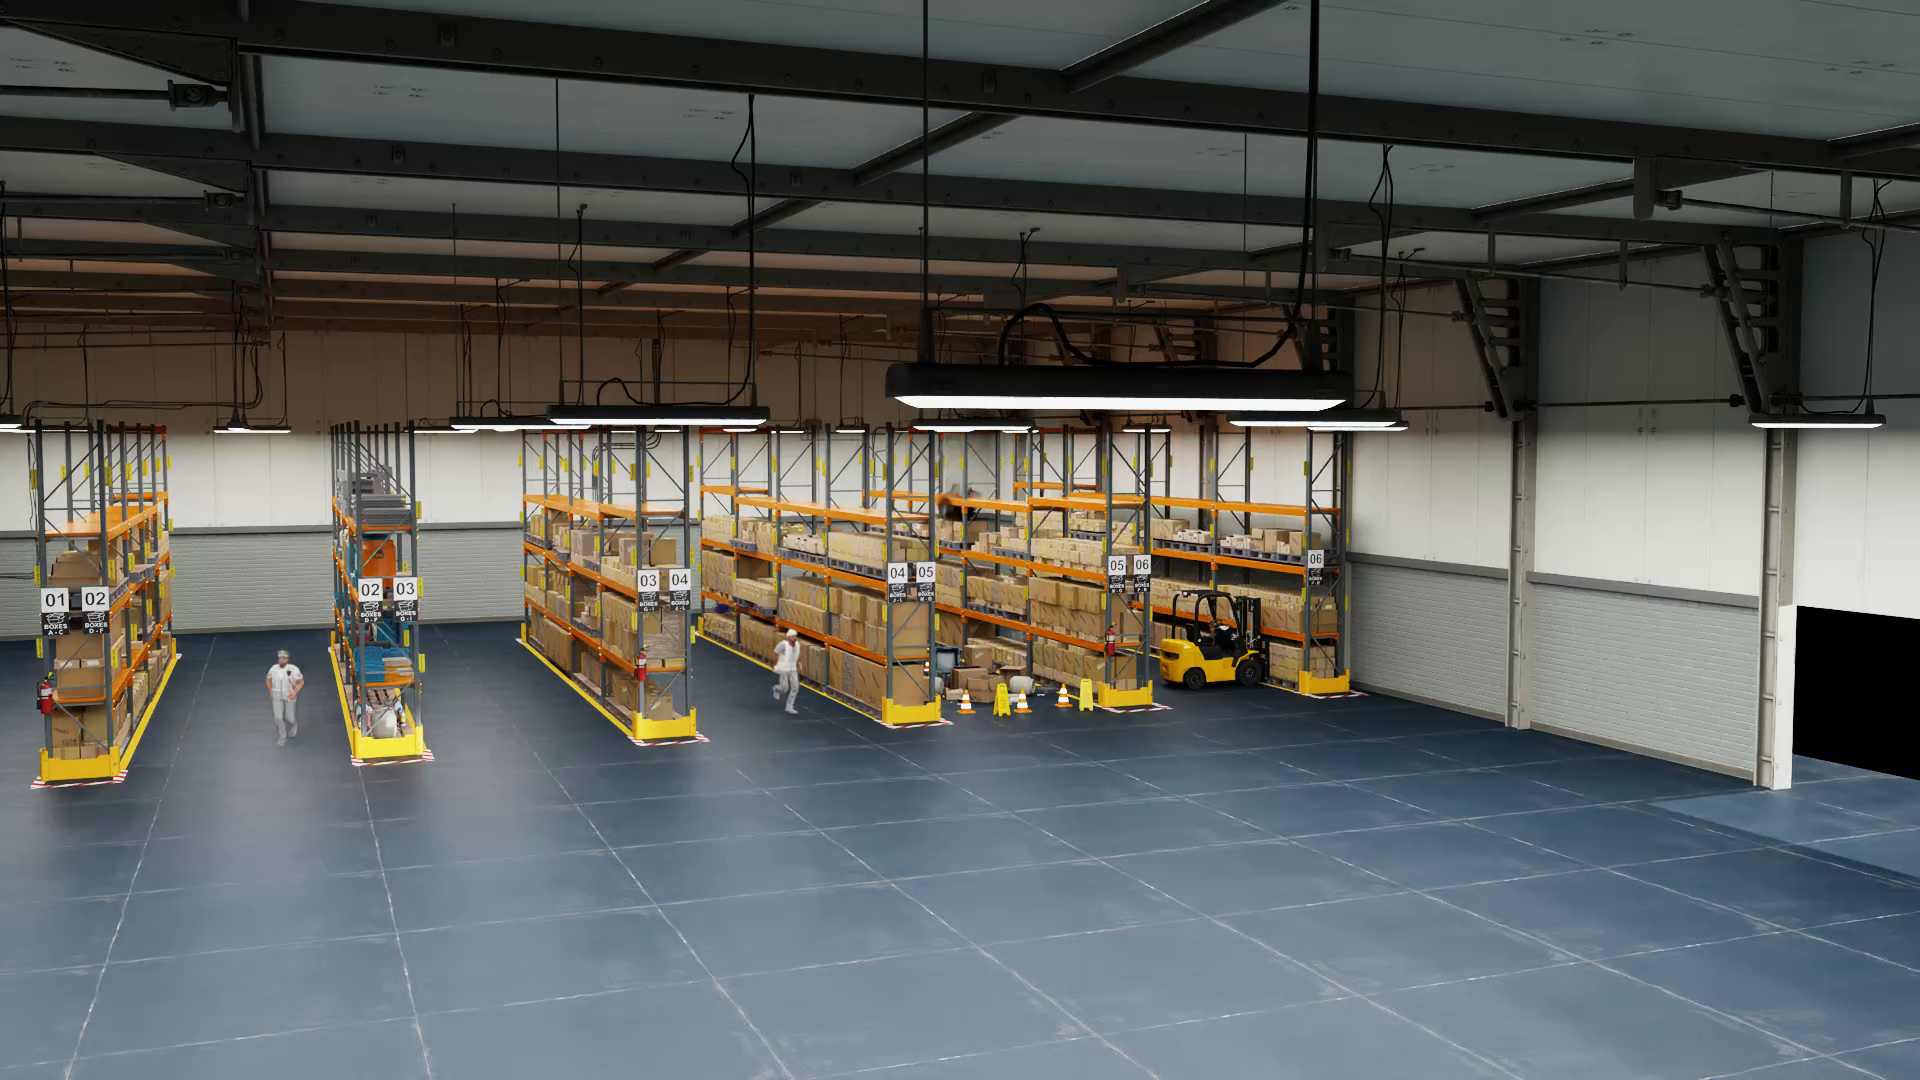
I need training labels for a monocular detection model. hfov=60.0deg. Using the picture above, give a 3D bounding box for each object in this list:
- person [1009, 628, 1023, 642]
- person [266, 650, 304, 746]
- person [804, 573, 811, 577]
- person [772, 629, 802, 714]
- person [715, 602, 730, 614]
[{"bbox_3d":[1.500,2.089,44.647,0.596,1.685,0.644,-1,4,-20],"label":"person"},{"bbox_3d":[-12.600,2.918,31.036,0.681,1.762,0.736,-1,4,-11],"label":"person"},{"bbox_3d":[-4.338,1.788,50.750,0.860,1.568,0.671,-1,4,-11],"label":"person"},{"bbox_3d":[-3.614,2.713,34.597,0.699,1.745,0.786,-3,5,-39],"label":"person"},{"bbox_3d":[-7.039,1.827,49.682,0.548,1.602,0.607,-3,5,-39],"label":"person"}]
